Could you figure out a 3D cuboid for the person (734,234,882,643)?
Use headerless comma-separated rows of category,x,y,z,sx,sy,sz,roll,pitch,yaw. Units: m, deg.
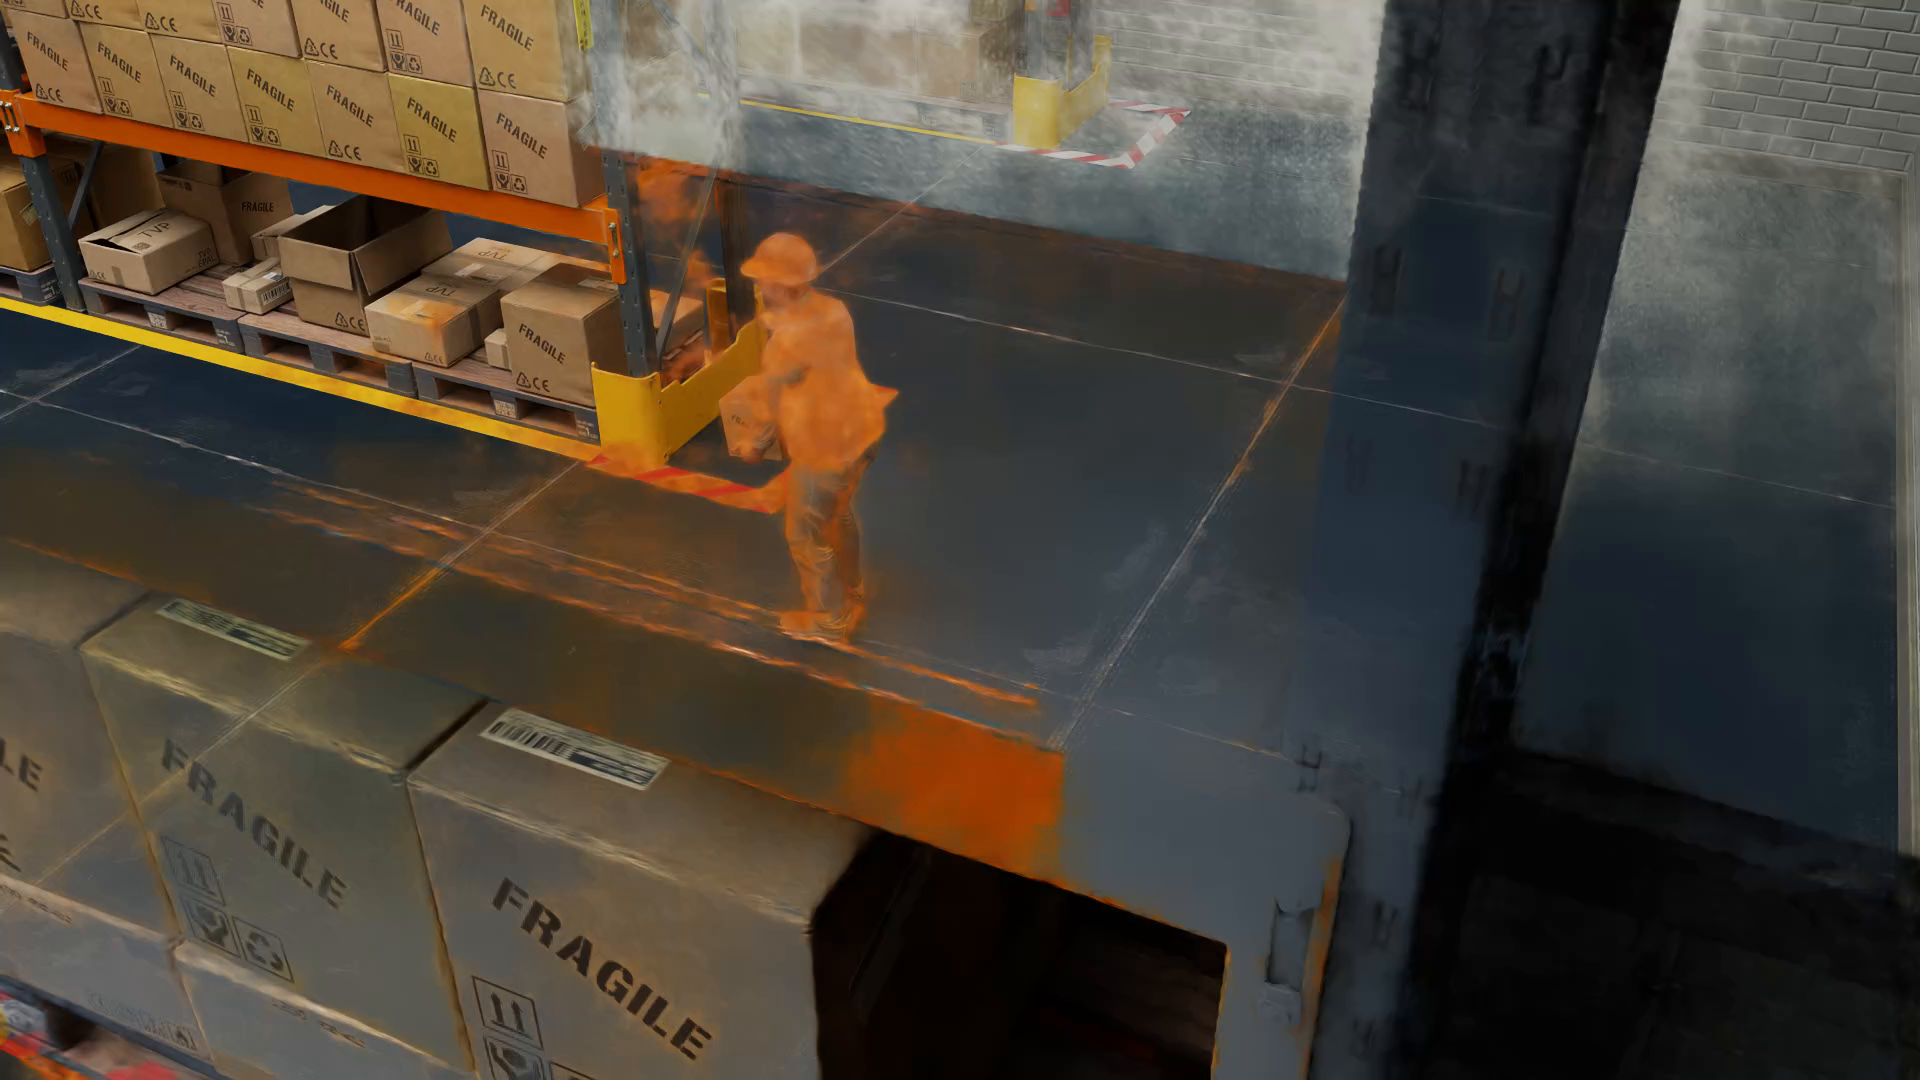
person,-0.617,-0.412,6.746,0.557,1.772,0.494,14,36,20
